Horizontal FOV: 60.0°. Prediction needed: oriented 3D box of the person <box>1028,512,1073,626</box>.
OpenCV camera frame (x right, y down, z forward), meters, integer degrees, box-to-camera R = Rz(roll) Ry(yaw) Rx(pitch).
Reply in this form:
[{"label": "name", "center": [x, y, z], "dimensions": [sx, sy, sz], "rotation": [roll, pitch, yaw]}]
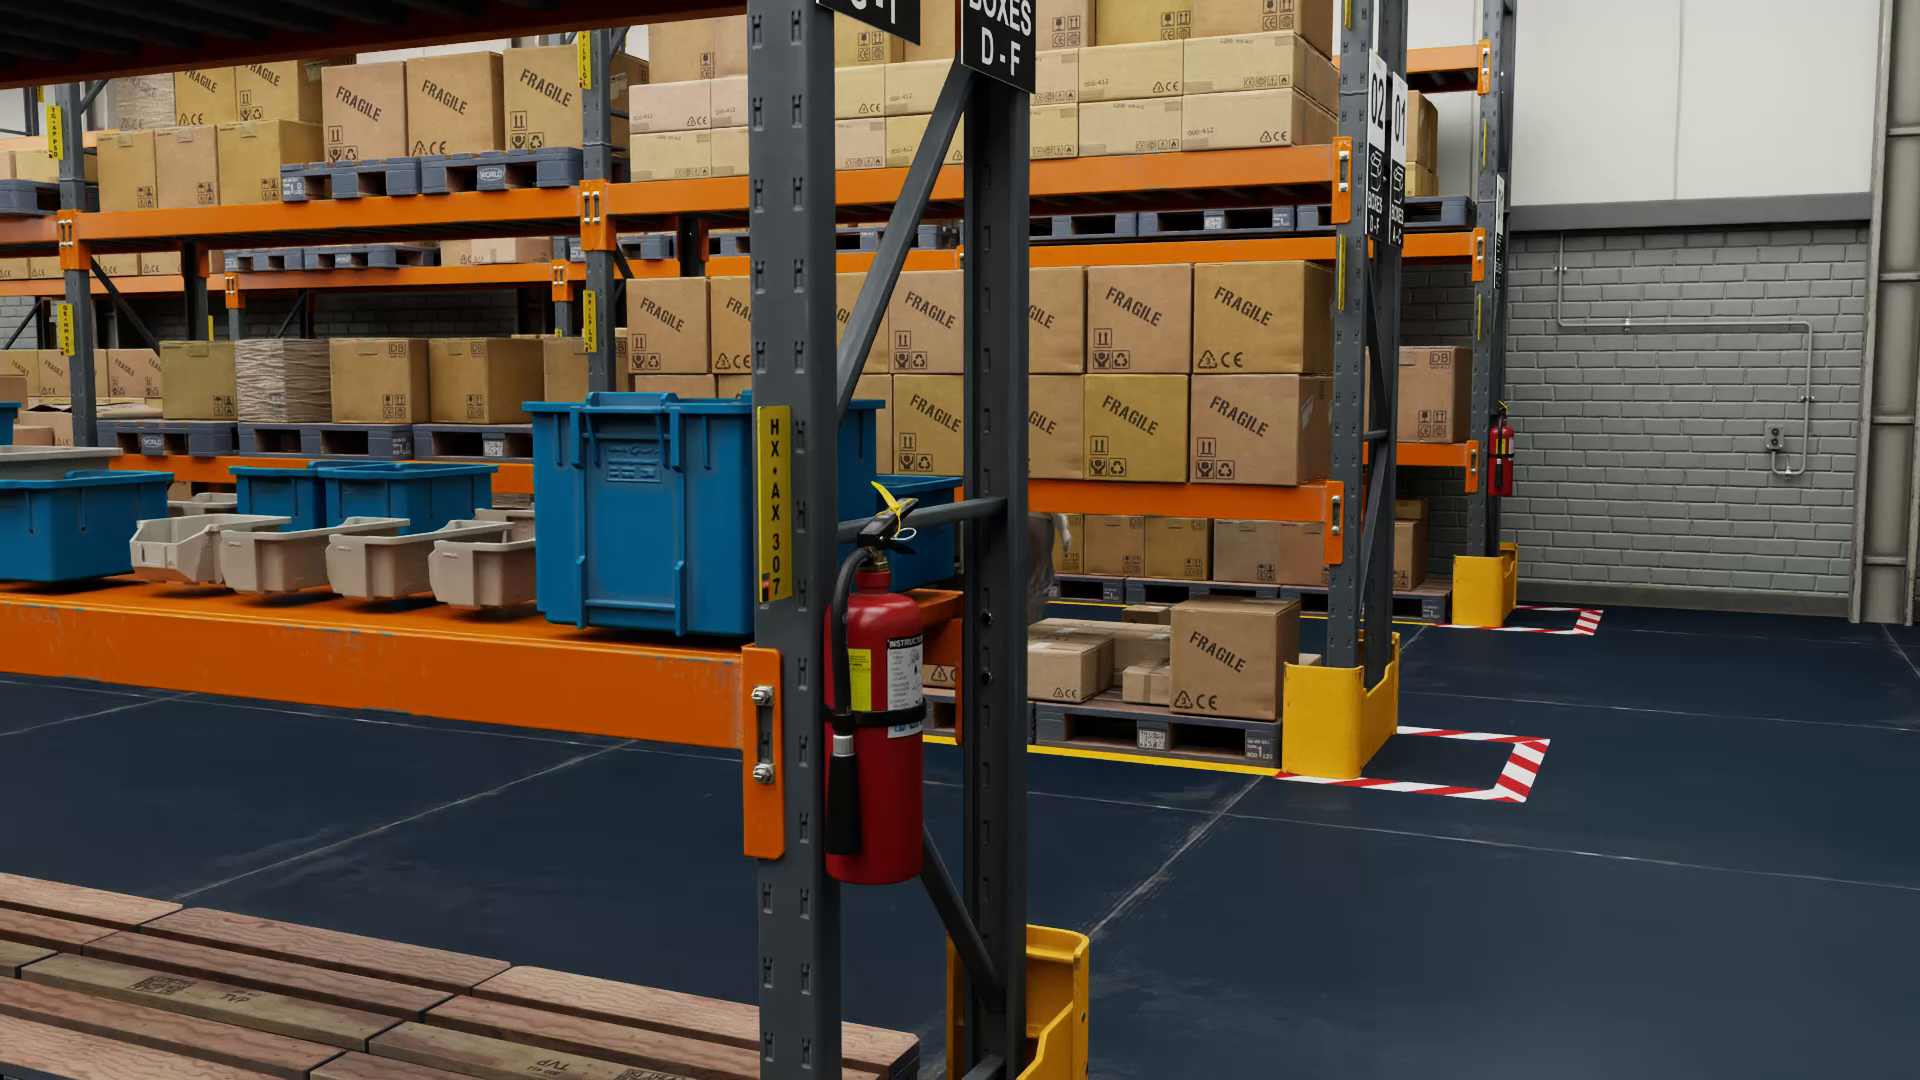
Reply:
[{"label": "person", "center": [0.490, -0.064, 10.492], "dimensions": [0.362, 1.716, 0.489], "rotation": [-2, 6, -22]}]
